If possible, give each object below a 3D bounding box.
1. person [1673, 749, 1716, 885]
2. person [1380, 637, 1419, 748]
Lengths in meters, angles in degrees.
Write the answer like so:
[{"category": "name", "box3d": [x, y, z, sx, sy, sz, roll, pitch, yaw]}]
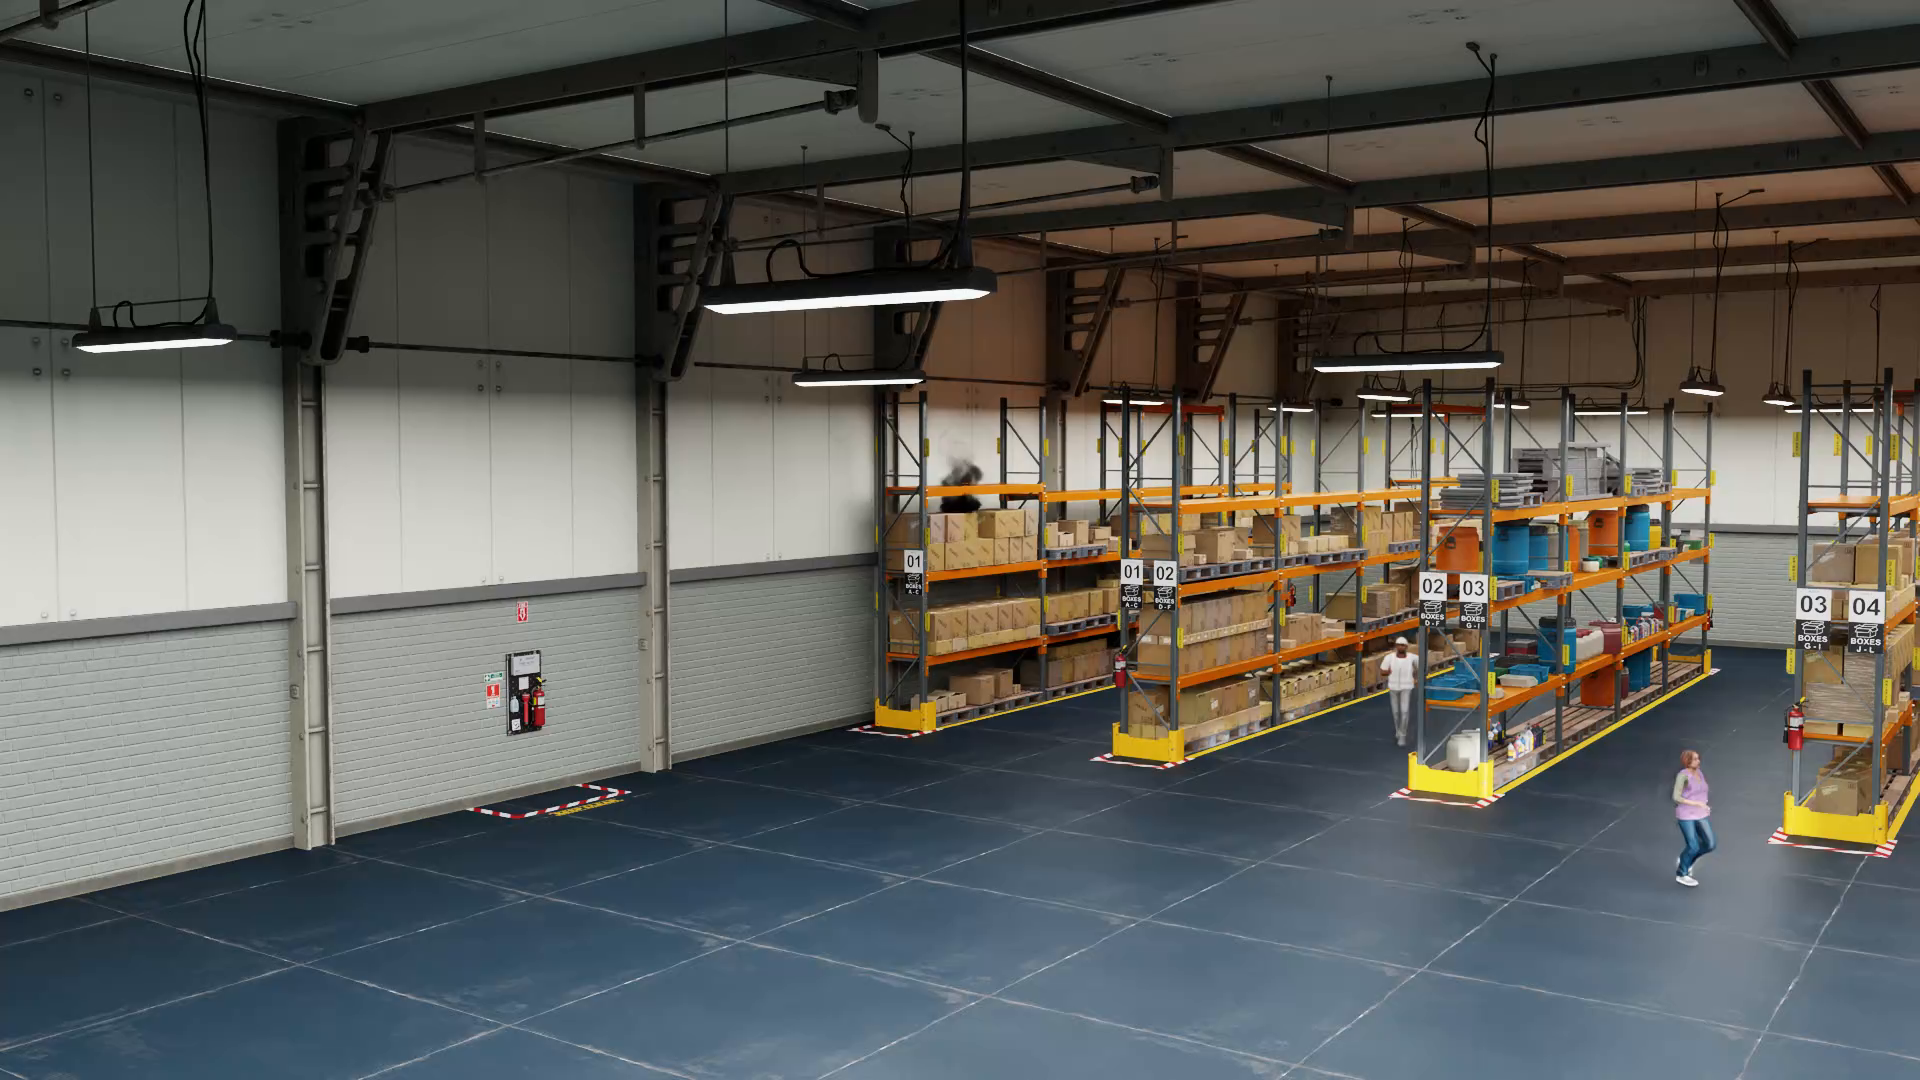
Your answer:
[{"category": "person", "box3d": [8.373, 3.165, 18.923, 0.526, 1.556, 0.536, -2, 4, -26]}, {"category": "person", "box3d": [7.449, 2.542, 28.118, 0.684, 1.809, 0.802, 1, 3, 25]}]
